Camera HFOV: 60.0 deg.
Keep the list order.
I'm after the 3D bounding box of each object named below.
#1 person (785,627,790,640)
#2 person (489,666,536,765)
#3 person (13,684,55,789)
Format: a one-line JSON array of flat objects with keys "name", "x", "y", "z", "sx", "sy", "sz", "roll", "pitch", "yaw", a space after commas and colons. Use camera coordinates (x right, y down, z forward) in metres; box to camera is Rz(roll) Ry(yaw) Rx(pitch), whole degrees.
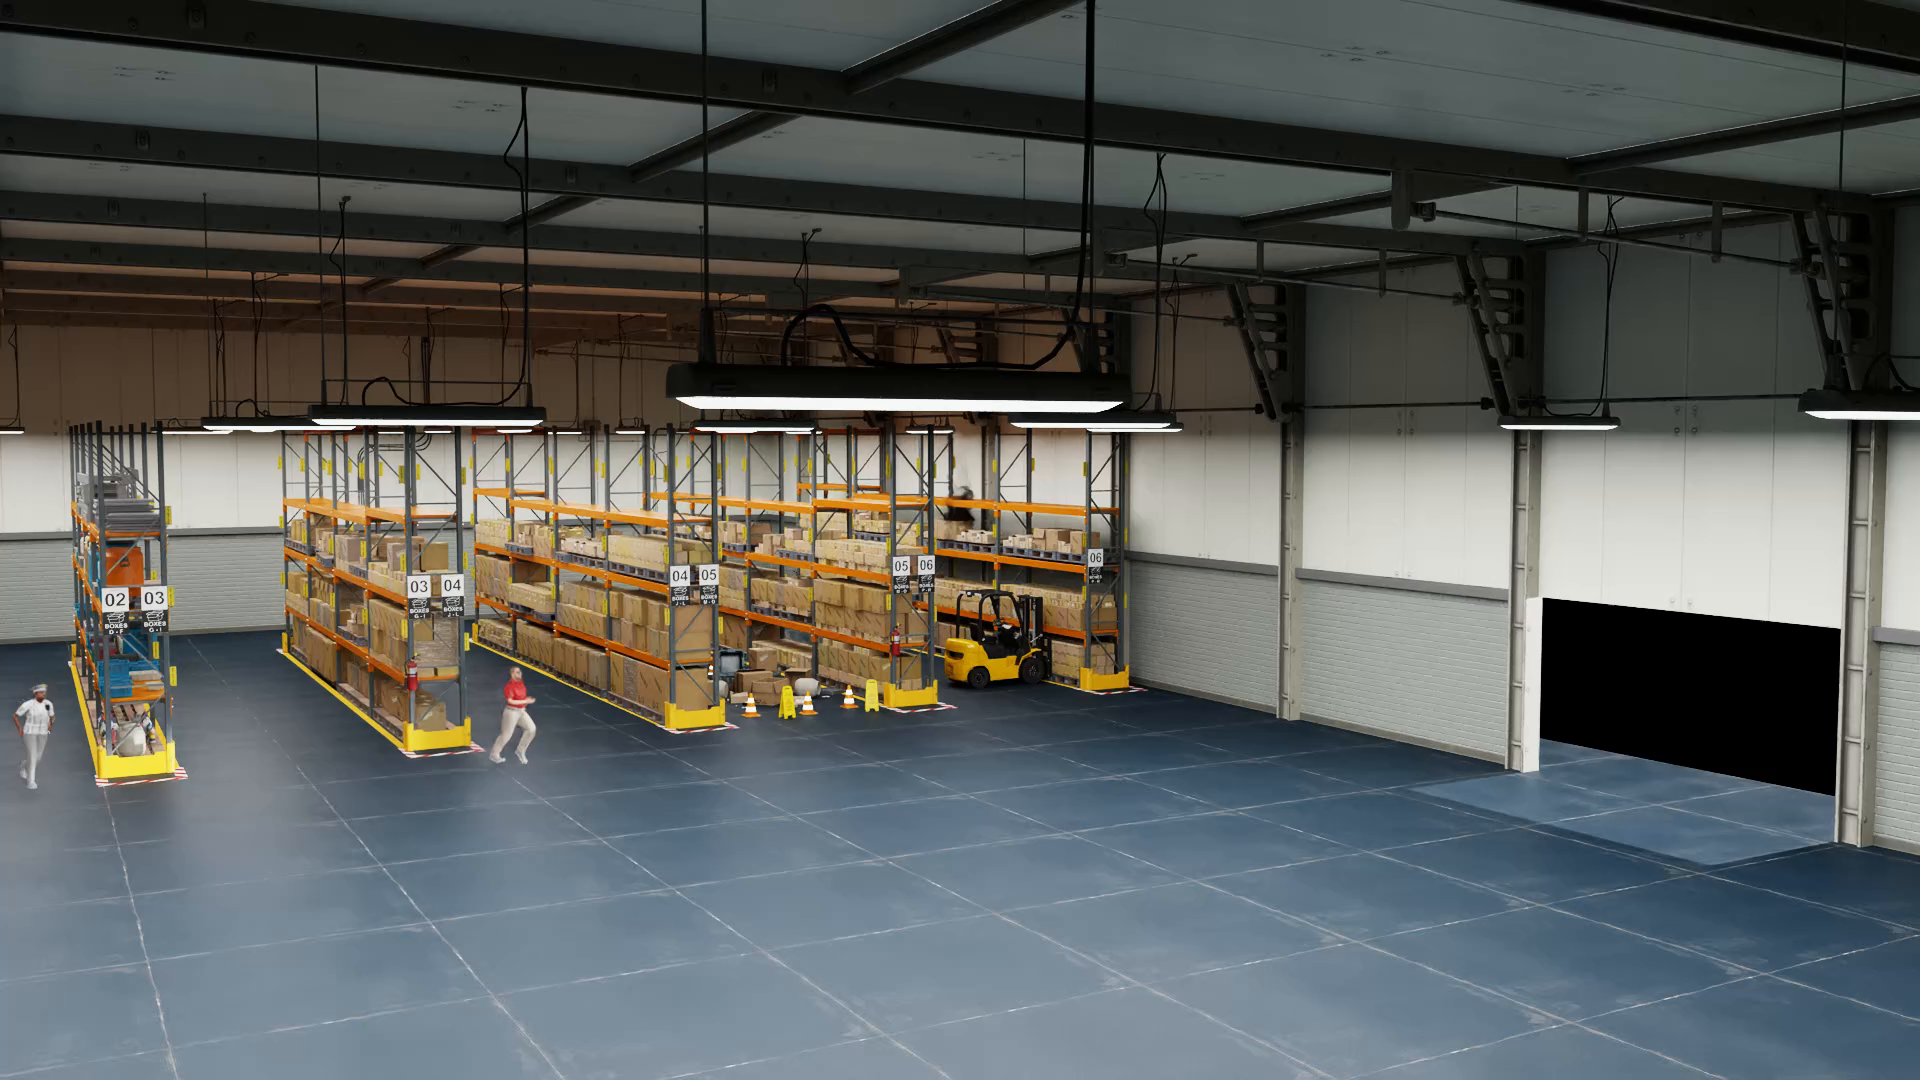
[{"name": "person", "x": -4.828, "y": 2.077, "z": 45.495, "sx": 0.625, "sy": 1.658, "sz": 0.591, "roll": -2, "pitch": 4, "yaw": -29}, {"name": "person", "x": -7.773, "y": 3.073, "z": 29.065, "sx": 0.893, "sy": 1.750, "sz": 0.674, "roll": 1, "pitch": 4, "yaw": 17}, {"name": "person", "x": -15.273, "y": 3.212, "z": 27.479, "sx": 0.805, "sy": 1.675, "sz": 0.614, "roll": 3, "pitch": 5, "yaw": 39}]
